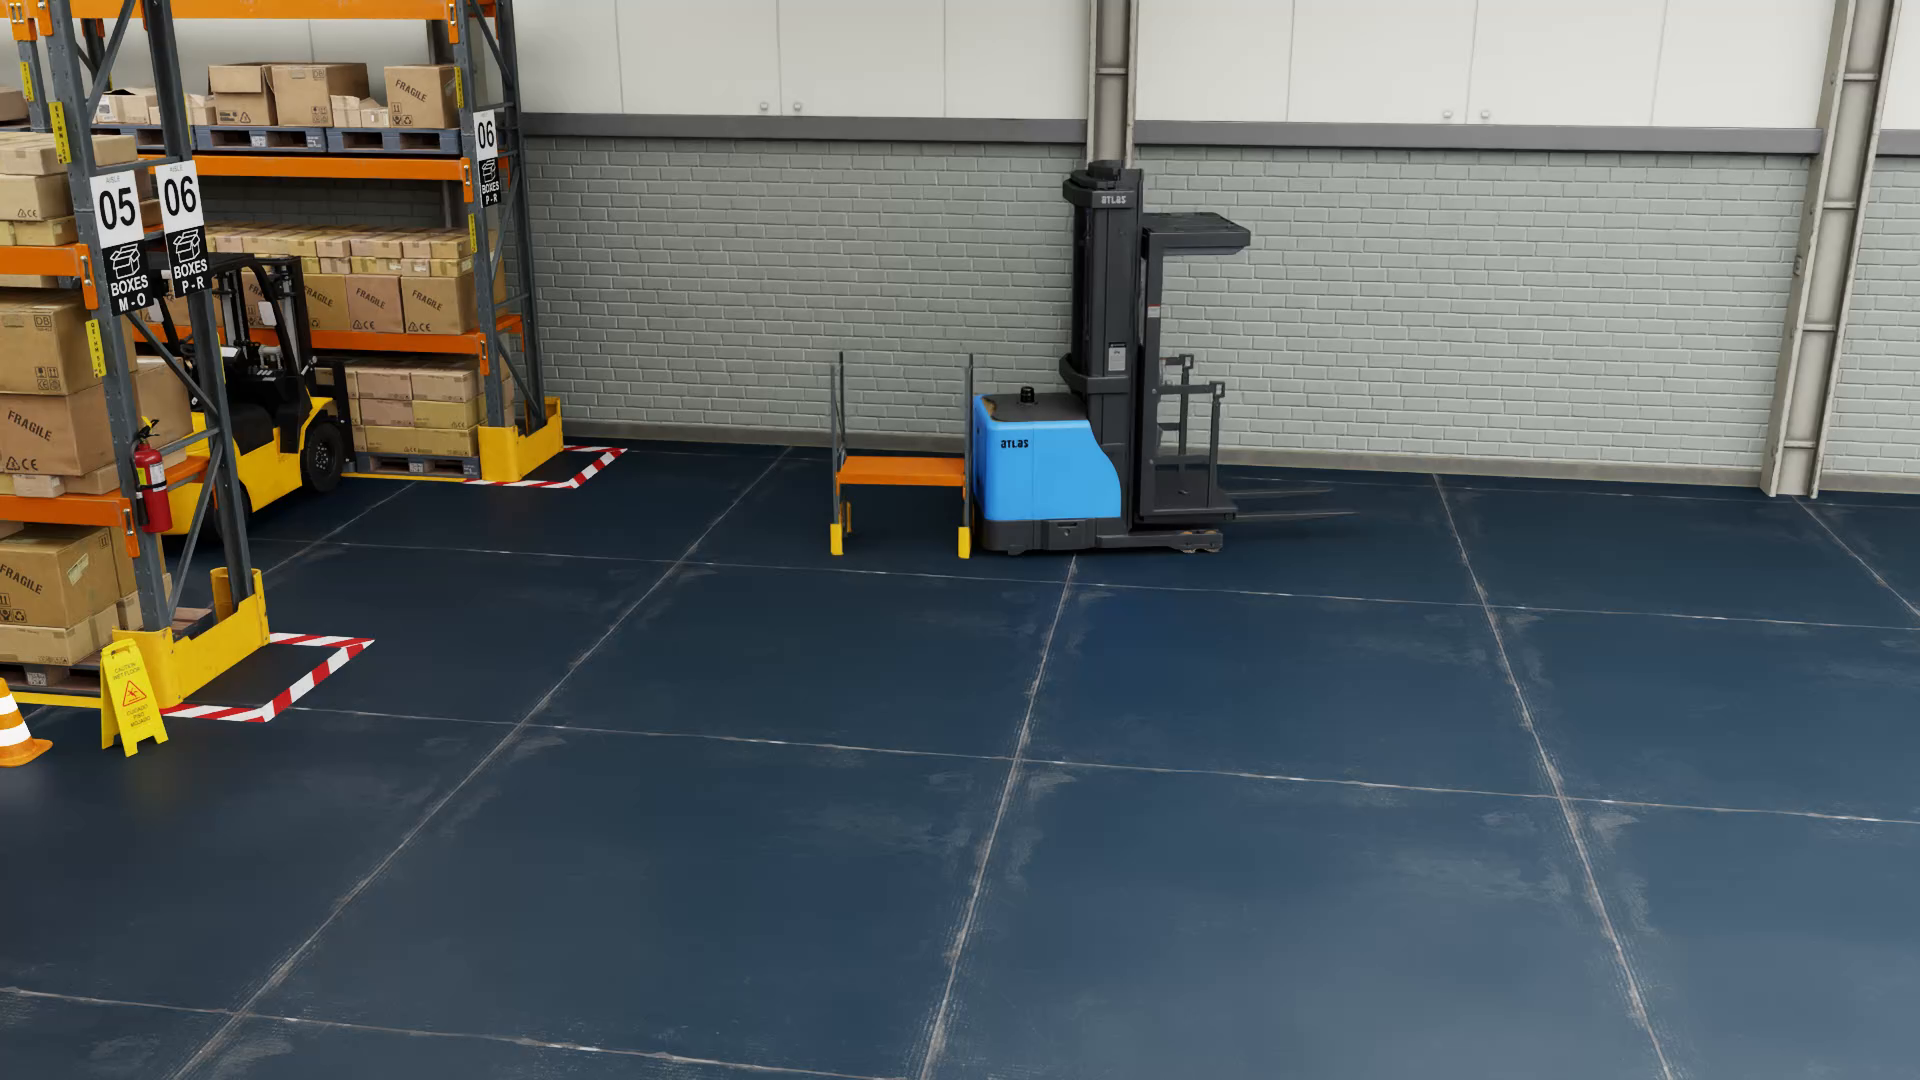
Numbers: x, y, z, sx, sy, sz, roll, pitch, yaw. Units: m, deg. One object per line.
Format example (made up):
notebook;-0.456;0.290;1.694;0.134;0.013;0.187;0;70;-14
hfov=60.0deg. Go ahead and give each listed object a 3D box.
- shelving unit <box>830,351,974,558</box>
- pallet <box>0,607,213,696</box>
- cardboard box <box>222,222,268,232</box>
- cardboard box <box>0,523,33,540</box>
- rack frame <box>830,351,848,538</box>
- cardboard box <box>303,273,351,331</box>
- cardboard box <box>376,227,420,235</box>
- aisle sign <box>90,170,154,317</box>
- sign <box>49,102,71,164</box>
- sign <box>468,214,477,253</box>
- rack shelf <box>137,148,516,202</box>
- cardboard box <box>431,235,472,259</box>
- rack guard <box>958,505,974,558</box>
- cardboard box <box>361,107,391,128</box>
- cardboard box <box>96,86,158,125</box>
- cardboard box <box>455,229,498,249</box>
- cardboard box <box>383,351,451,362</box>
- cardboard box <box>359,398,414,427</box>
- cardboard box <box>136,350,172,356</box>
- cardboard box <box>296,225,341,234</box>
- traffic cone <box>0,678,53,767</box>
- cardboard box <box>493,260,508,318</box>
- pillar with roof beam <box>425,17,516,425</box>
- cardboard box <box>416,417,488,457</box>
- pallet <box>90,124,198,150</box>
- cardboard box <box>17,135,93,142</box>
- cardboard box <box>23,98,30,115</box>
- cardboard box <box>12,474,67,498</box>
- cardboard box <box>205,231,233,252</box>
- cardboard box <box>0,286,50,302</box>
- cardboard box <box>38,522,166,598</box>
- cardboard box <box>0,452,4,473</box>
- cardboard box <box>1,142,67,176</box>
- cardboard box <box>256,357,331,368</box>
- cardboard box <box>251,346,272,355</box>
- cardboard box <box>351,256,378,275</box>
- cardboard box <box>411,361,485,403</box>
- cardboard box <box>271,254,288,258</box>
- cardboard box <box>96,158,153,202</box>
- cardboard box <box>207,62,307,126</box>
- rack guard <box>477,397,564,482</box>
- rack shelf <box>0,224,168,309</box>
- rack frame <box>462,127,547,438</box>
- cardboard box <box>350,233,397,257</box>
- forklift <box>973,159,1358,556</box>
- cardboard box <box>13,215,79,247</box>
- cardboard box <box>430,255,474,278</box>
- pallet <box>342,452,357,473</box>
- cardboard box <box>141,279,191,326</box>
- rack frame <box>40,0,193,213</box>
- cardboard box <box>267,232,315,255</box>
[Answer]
shelving unit;-0.446;-0.674;12.954;1.083;1.500;0.587;1;19;4
pallet;-5.716;0.695;10.893;1.213;0.211;1.003;3;19;9
cardboard box;-6.632;-2.856;15.462;0.250;0.149;0.380;3;19;8
cardboard box;-6.193;0.194;10.487;0.500;0.500;0.500;4;19;11
rack frame;-0.944;-0.686;12.991;0.032;1.500;0.500;1;19;4
cardboard box;-5.605;-2.171;14.908;0.500;0.500;0.500;3;19;8
cardboard box;-5.116;-2.757;15.166;0.250;0.149;0.380;3;19;9
aisle sign;-4.829;-1.710;9.591;0.004;0.787;0.394;3;19;9
sign;-4.952;-2.241;9.151;0.005;0.325;0.100;3;19;9
sign;-4.160;-2.619;14.205;0.005;0.325;0.100;3;19;9
rack shelf;-6.035;-3.309;14.871;4.000;0.370;1.077;3;19;9
cardboard box;-4.448;-2.575;14.623;0.250;0.149;0.380;3;19;9
rack guard;0.050;-0.069;13.116;0.087;0.250;0.587;1;19;4
cardboard box;-4.927;-3.623;14.254;0.250;0.149;0.380;2;19;7
cardboard box;-7.227;-3.837;14.636;0.500;0.311;0.500;3;19;10
cardboard box;-4.358;-2.707;15.017;0.250;0.149;0.380;3;19;8
cardboard box;-4.999;-1.604;15.465;0.500;0.250;0.500;3;19;9
cardboard box;-5.084;-1.214;15.089;0.500;0.250;0.500;3;19;8
cardboard box;-7.582;-1.575;15.378;0.500;0.250;0.500;3;19;8
cardboard box;-5.881;-2.794;15.276;0.250;0.149;0.380;3;19;9
traffic cone;-5.474;1.014;9.544;0.334;0.463;0.336;3;19;9
cardboard box;-4.506;-2.286;15.251;0.500;0.500;0.500;4;19;10
pillar with roof beam;-5.288;-3.941;10.898;0.400;9.000;9.100;3;19;9
cardboard box;-4.575;-0.947;15.077;0.500;0.250;0.500;3;19;9
pallet;-7.164;-3.674;14.968;1.213;0.211;1.003;3;19;9
cardboard box;-5.414;-2.343;9.989;0.250;0.149;0.380;3;19;8
cardboard box;-8.817;-3.982;15.327;0.250;0.149;0.380;3;19;9
cardboard box;-5.515;-0.382;10.114;0.250;0.149;0.380;3;19;8
cardboard box;-6.718;-2.671;14.909;0.250;0.149;0.380;3;19;8
cardboard box;-5.882;-1.219;10.018;0.500;0.500;0.700;3;19;9
cardboard box;-5.620;0.049;10.918;0.500;0.500;0.500;2;19;7
cardboard box;-5.918;-0.728;10.124;0.500;0.500;0.500;3;19;9
cardboard box;-5.225;-2.178;9.496;0.250;0.149;0.380;3;19;9
cardboard box;-6.069;-1.496;15.142;0.500;0.250;0.500;3;19;8
cardboard box;-6.494;-1.683;15.701;0.500;0.250;0.500;3;19;9
cardboard box;-5.194;-2.463;14.758;0.250;0.149;0.380;3;19;8
cardboard box;-4.565;-1.422;14.921;0.500;0.250;0.500;4;19;10
cardboard box;-5.950;-2.509;14.895;0.250;0.149;0.380;3;19;8
cardboard box;-5.299;-2.173;10.110;0.500;0.250;0.500;3;19;8
cardboard box;-6.103;-3.915;14.567;0.637;0.503;0.797;4;19;10
rack guard;-4.037;-0.940;15.325;0.348;0.500;1.175;3;19;9
rack shelf;-6.819;-1.754;10.223;4.000;0.370;1.077;3;19;9
rack frame;-4.061;-2.127;14.932;0.127;3.000;1.000;3;19;9
cardboard box;-5.193;-2.618;14.752;0.250;0.149;0.380;3;19;9
forklift;1.636;-1.451;13.022;3.031;2.935;1.130;-2;19;-6
cardboard box;-5.241;-1.805;9.640;0.250;0.149;0.380;3;19;9
cardboard box;-4.447;-2.412;14.603;0.250;0.149;0.380;3;19;9
pallet;-6.023;-0.892;15.636;1.213;0.211;1.003;3;19;9
cardboard box;-7.096;-2.250;15.144;0.500;0.500;0.500;3;19;10
rack frame;-4.844;-3.417;9.332;0.127;3.000;1.000;3;19;9
cardboard box;-5.963;-2.650;14.848;0.250;0.149;0.380;3;19;9
